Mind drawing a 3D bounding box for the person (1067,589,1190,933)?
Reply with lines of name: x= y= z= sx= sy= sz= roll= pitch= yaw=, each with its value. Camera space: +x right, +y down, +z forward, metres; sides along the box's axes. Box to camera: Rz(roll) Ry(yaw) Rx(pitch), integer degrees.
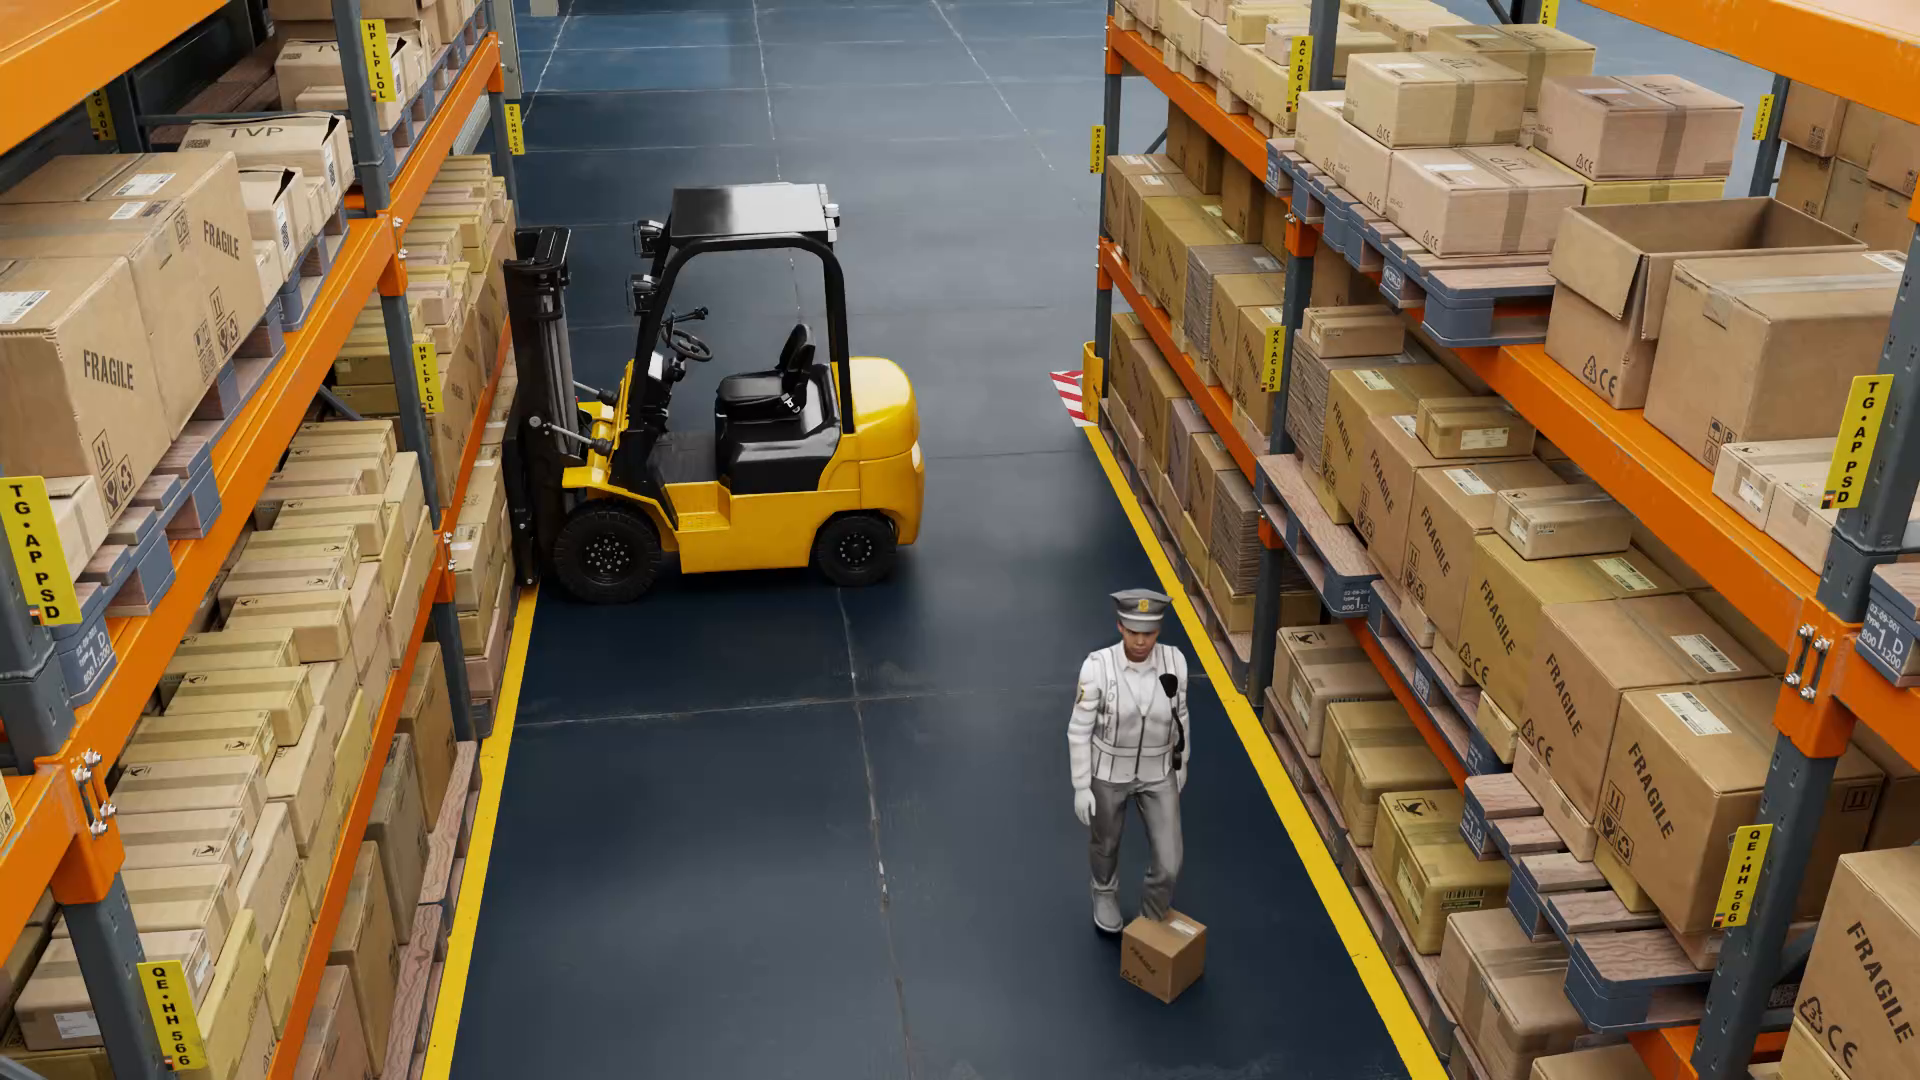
person: x=0.688 y=0.969 z=6.733 sx=0.523 sy=1.746 sz=0.549 roll=-2 pitch=27 yaw=-3
